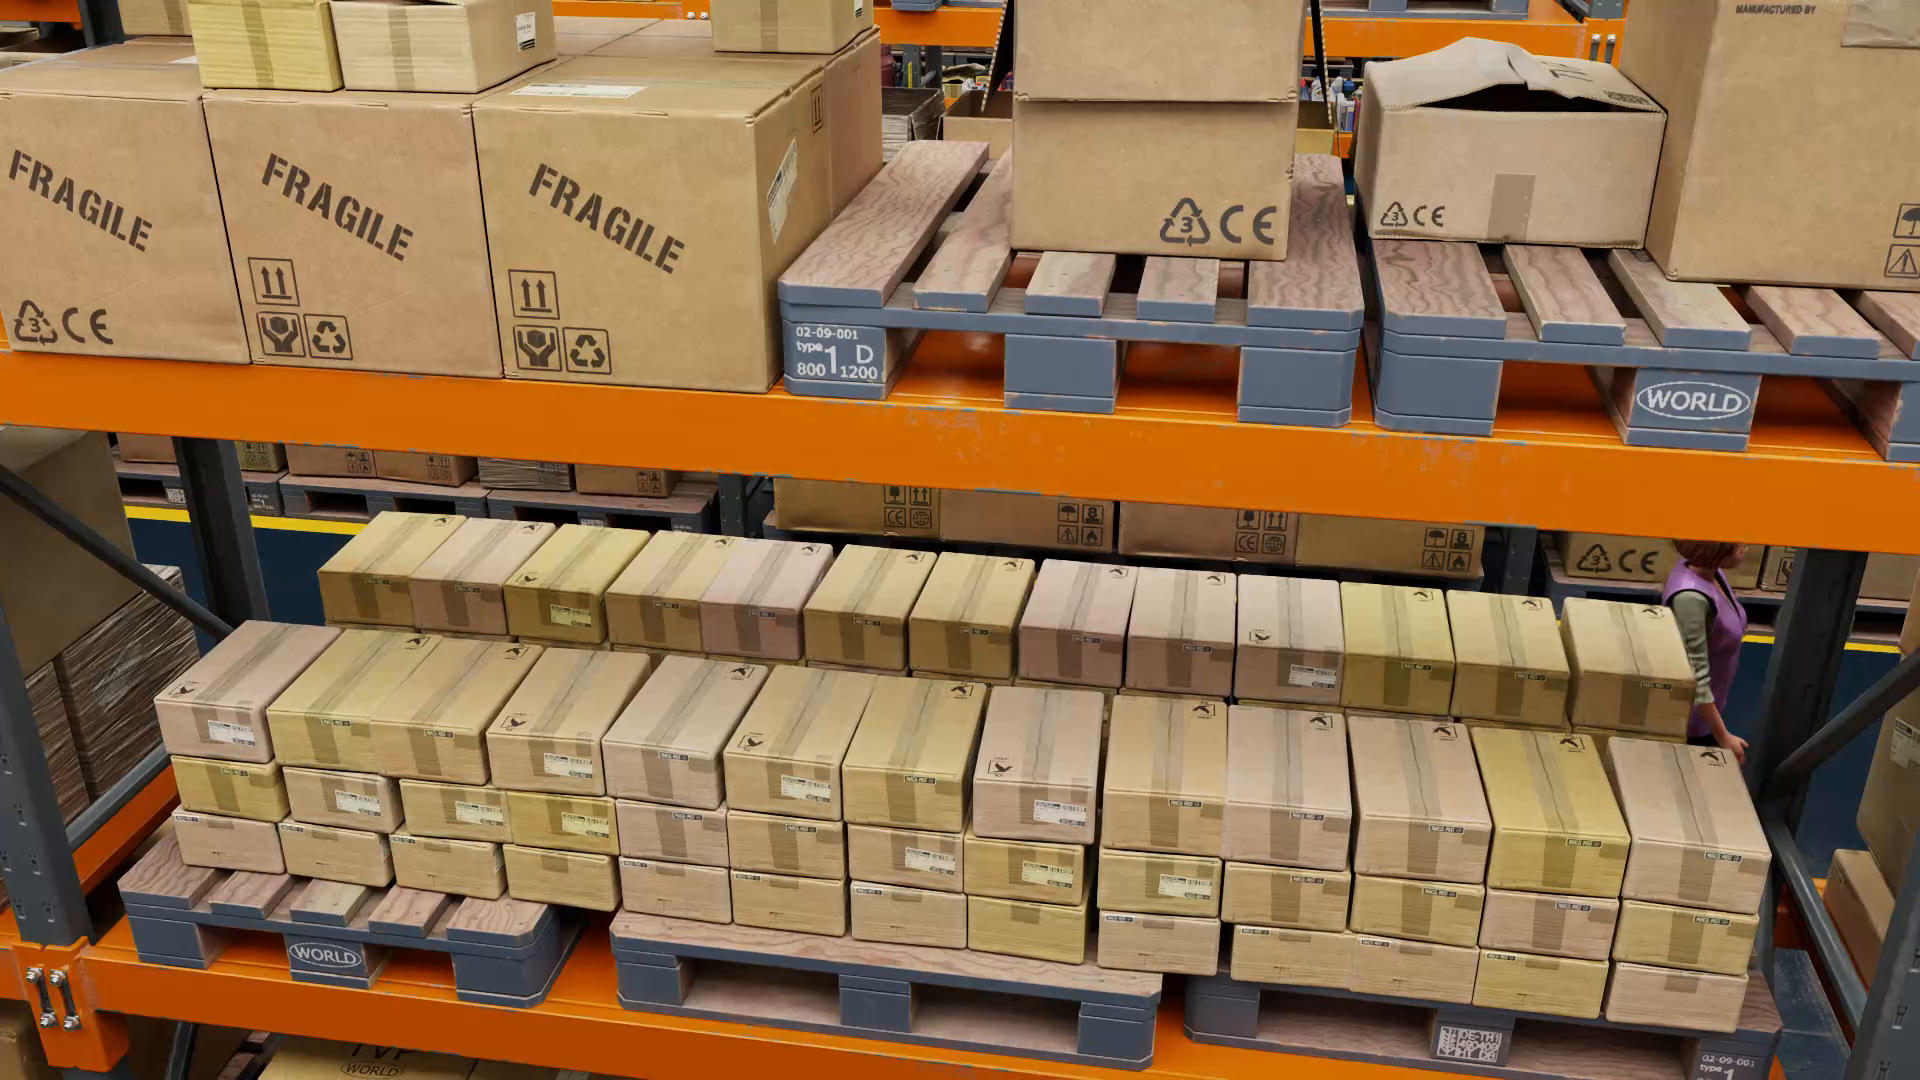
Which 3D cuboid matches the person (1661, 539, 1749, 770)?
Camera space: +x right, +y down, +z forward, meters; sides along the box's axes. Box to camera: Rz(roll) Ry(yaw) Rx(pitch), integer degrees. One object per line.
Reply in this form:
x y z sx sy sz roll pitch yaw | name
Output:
2.591 0.620 5.775 0.837 1.565 0.424 16 29 30 | person
